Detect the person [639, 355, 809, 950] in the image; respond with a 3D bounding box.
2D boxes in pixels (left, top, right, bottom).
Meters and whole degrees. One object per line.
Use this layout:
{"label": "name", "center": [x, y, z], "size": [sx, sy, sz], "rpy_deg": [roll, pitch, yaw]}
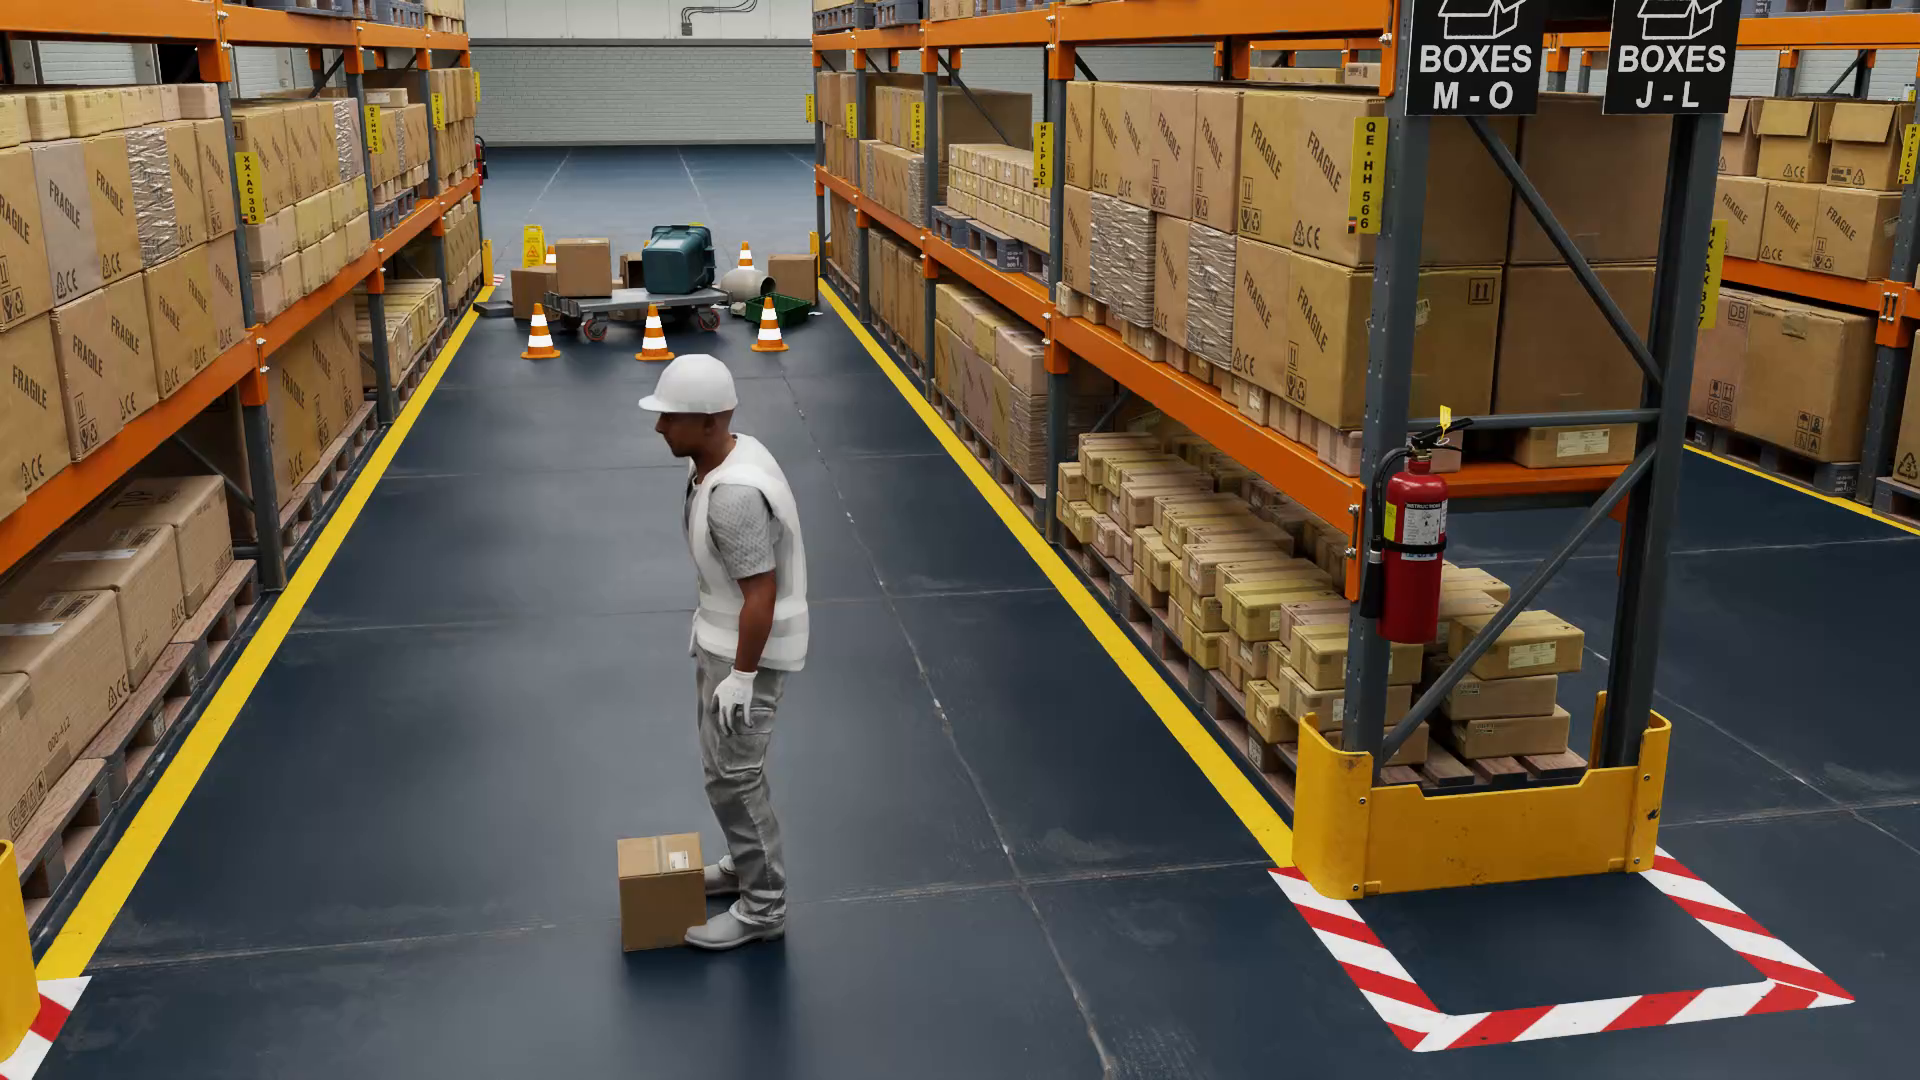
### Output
{"label": "person", "center": [-0.679, 0.326, 4.895], "size": [0.452, 1.773, 0.622], "rpy_deg": [-4, 17, -14]}
